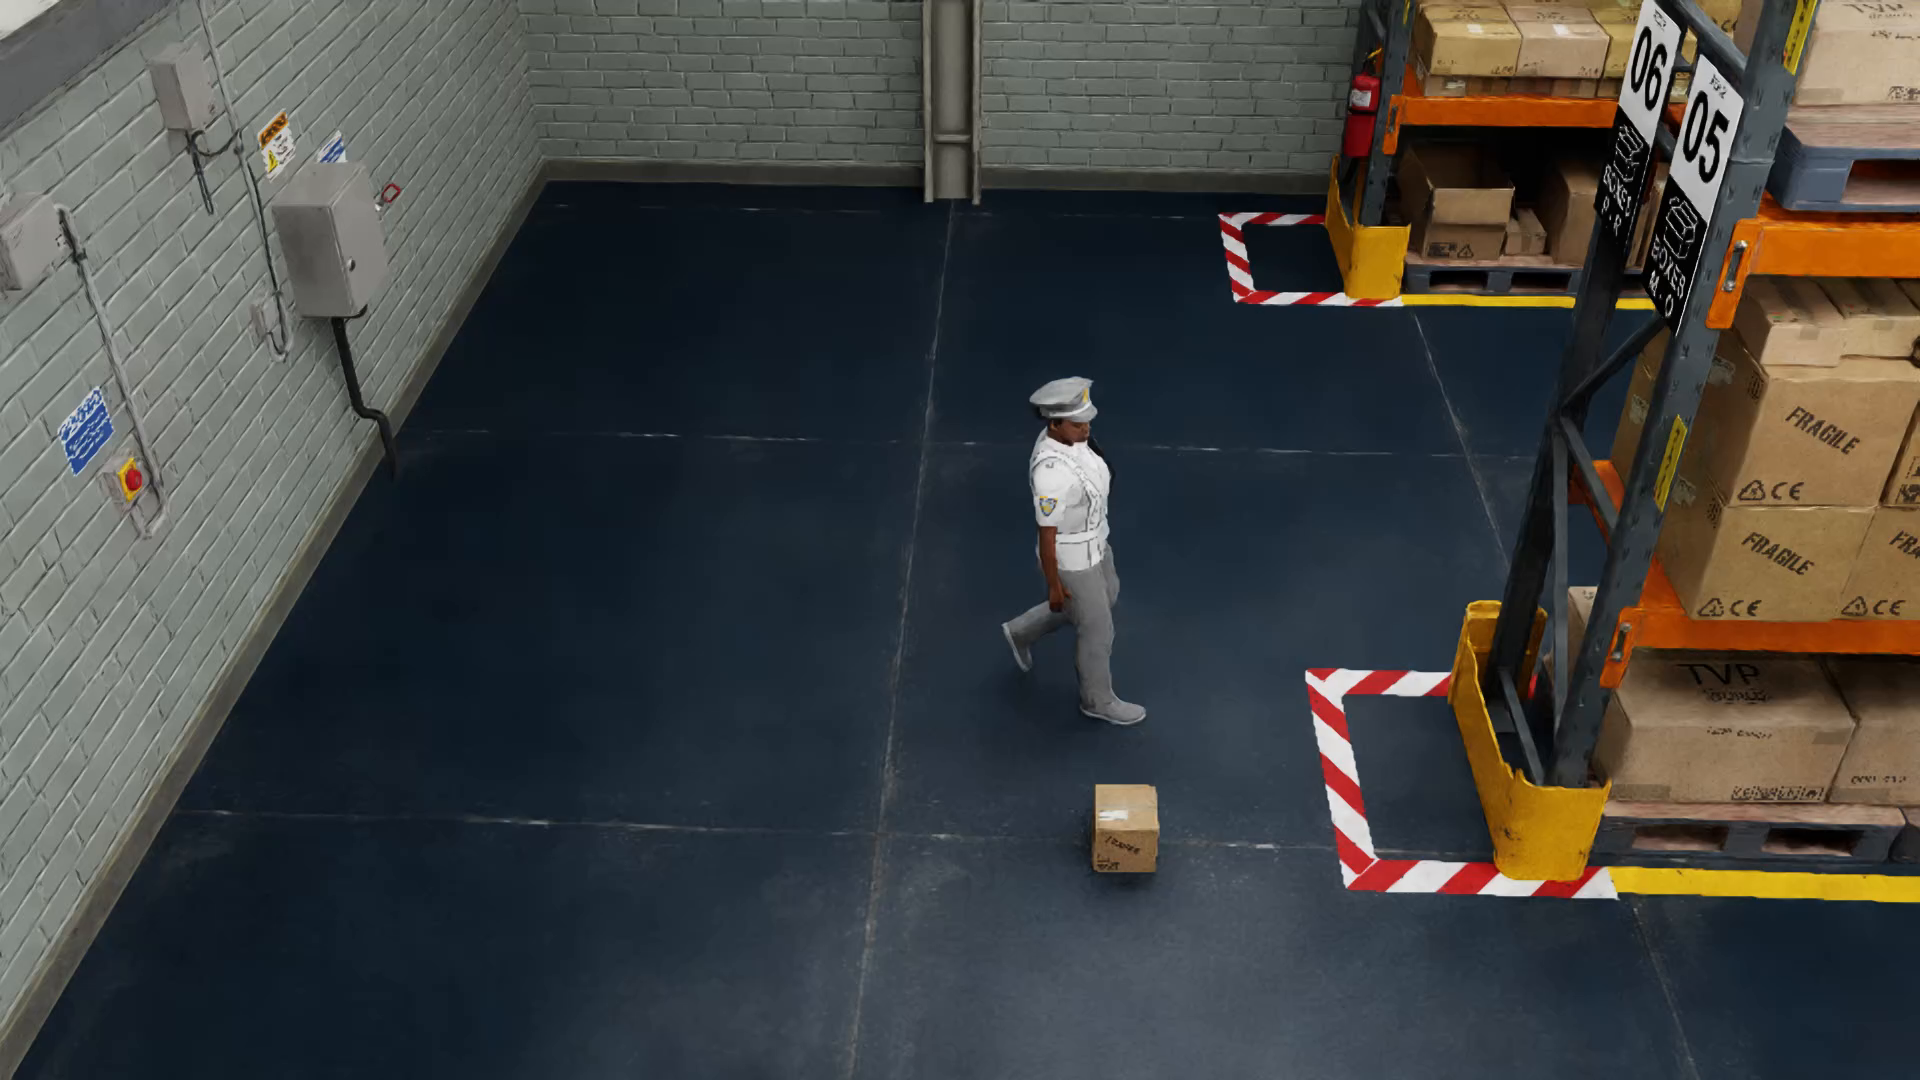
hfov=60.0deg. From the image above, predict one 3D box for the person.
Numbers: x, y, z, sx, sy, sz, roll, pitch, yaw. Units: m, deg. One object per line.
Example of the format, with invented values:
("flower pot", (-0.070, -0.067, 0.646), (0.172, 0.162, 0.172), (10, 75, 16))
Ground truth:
("person", (0.512, 0.060, 7.030), (0.665, 1.664, 0.478), (7, 36, 9))
